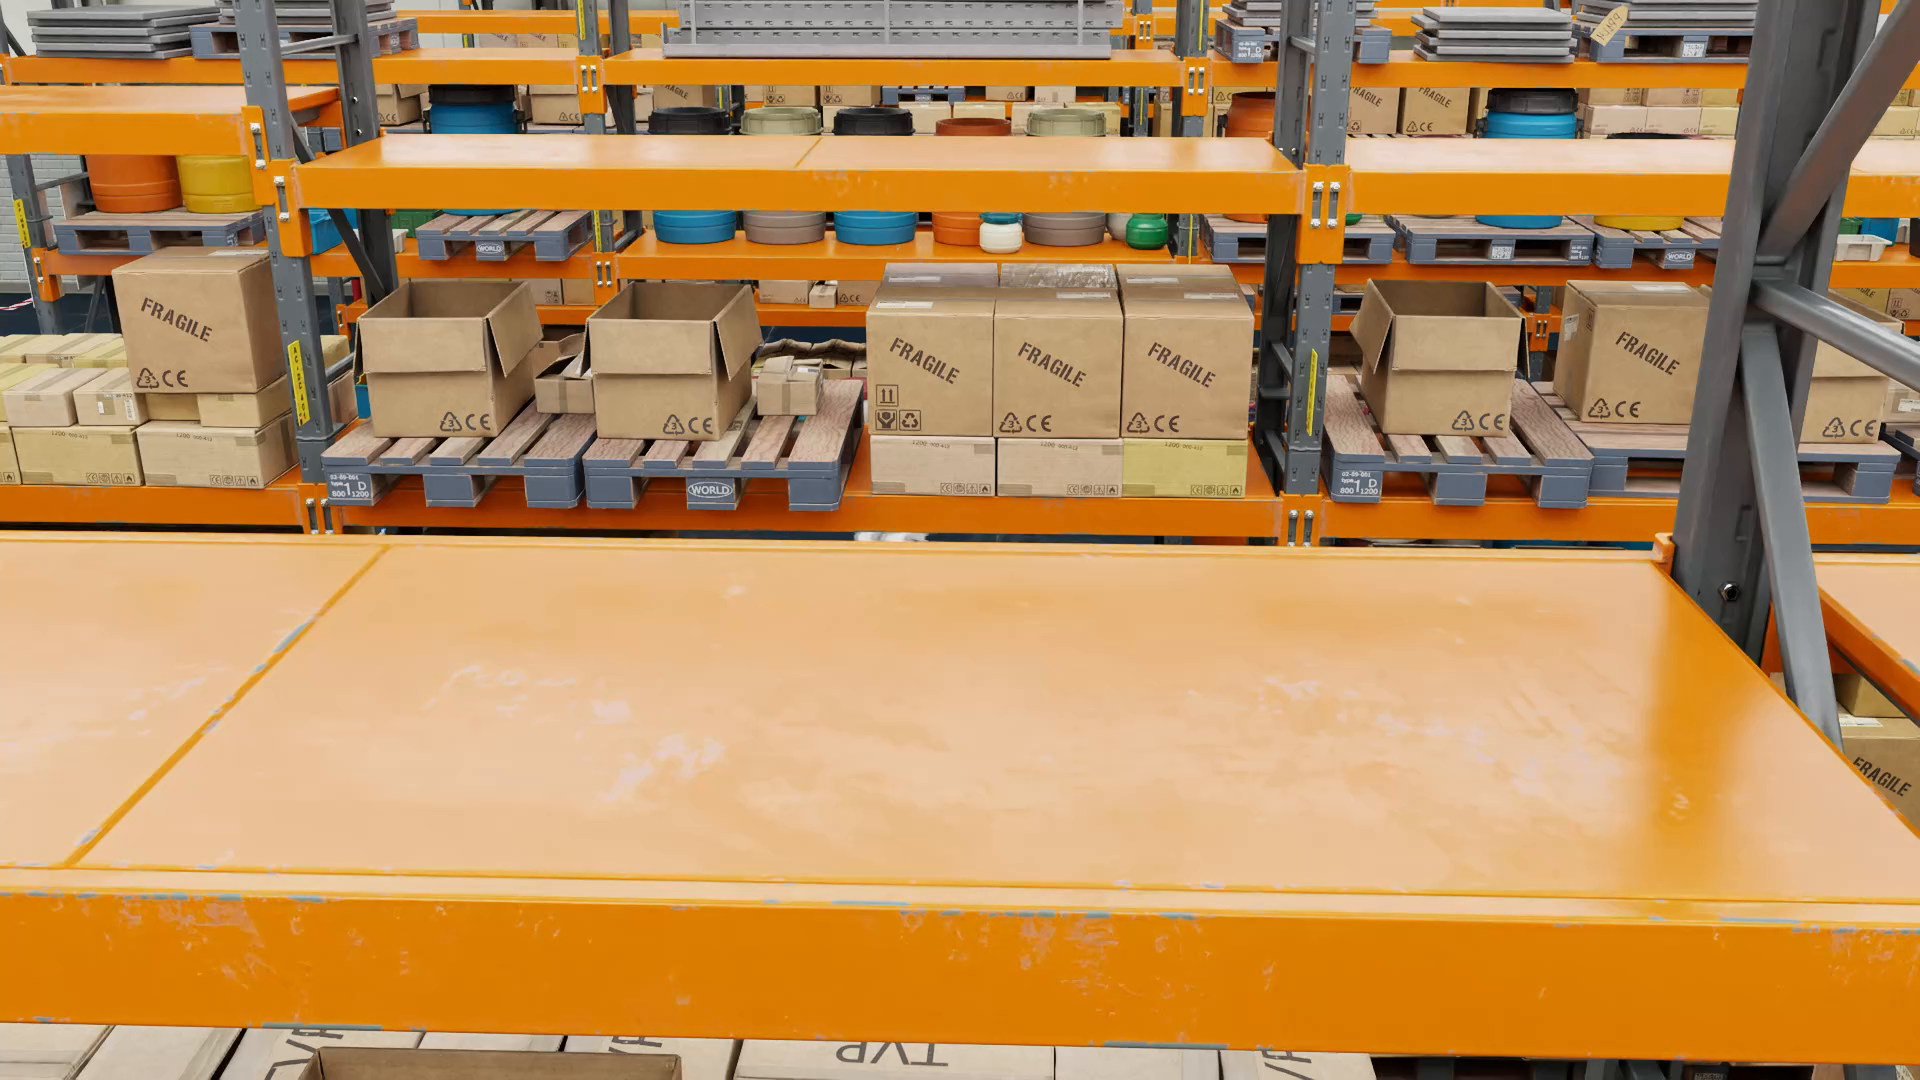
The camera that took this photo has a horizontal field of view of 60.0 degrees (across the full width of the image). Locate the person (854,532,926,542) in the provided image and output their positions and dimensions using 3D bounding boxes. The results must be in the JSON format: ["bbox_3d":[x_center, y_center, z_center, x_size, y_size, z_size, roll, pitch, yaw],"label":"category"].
[{"bbox_3d":[-0.503,0.421,10.553,0.598,1.777,0.583,12,24,28],"label":"person"}]
